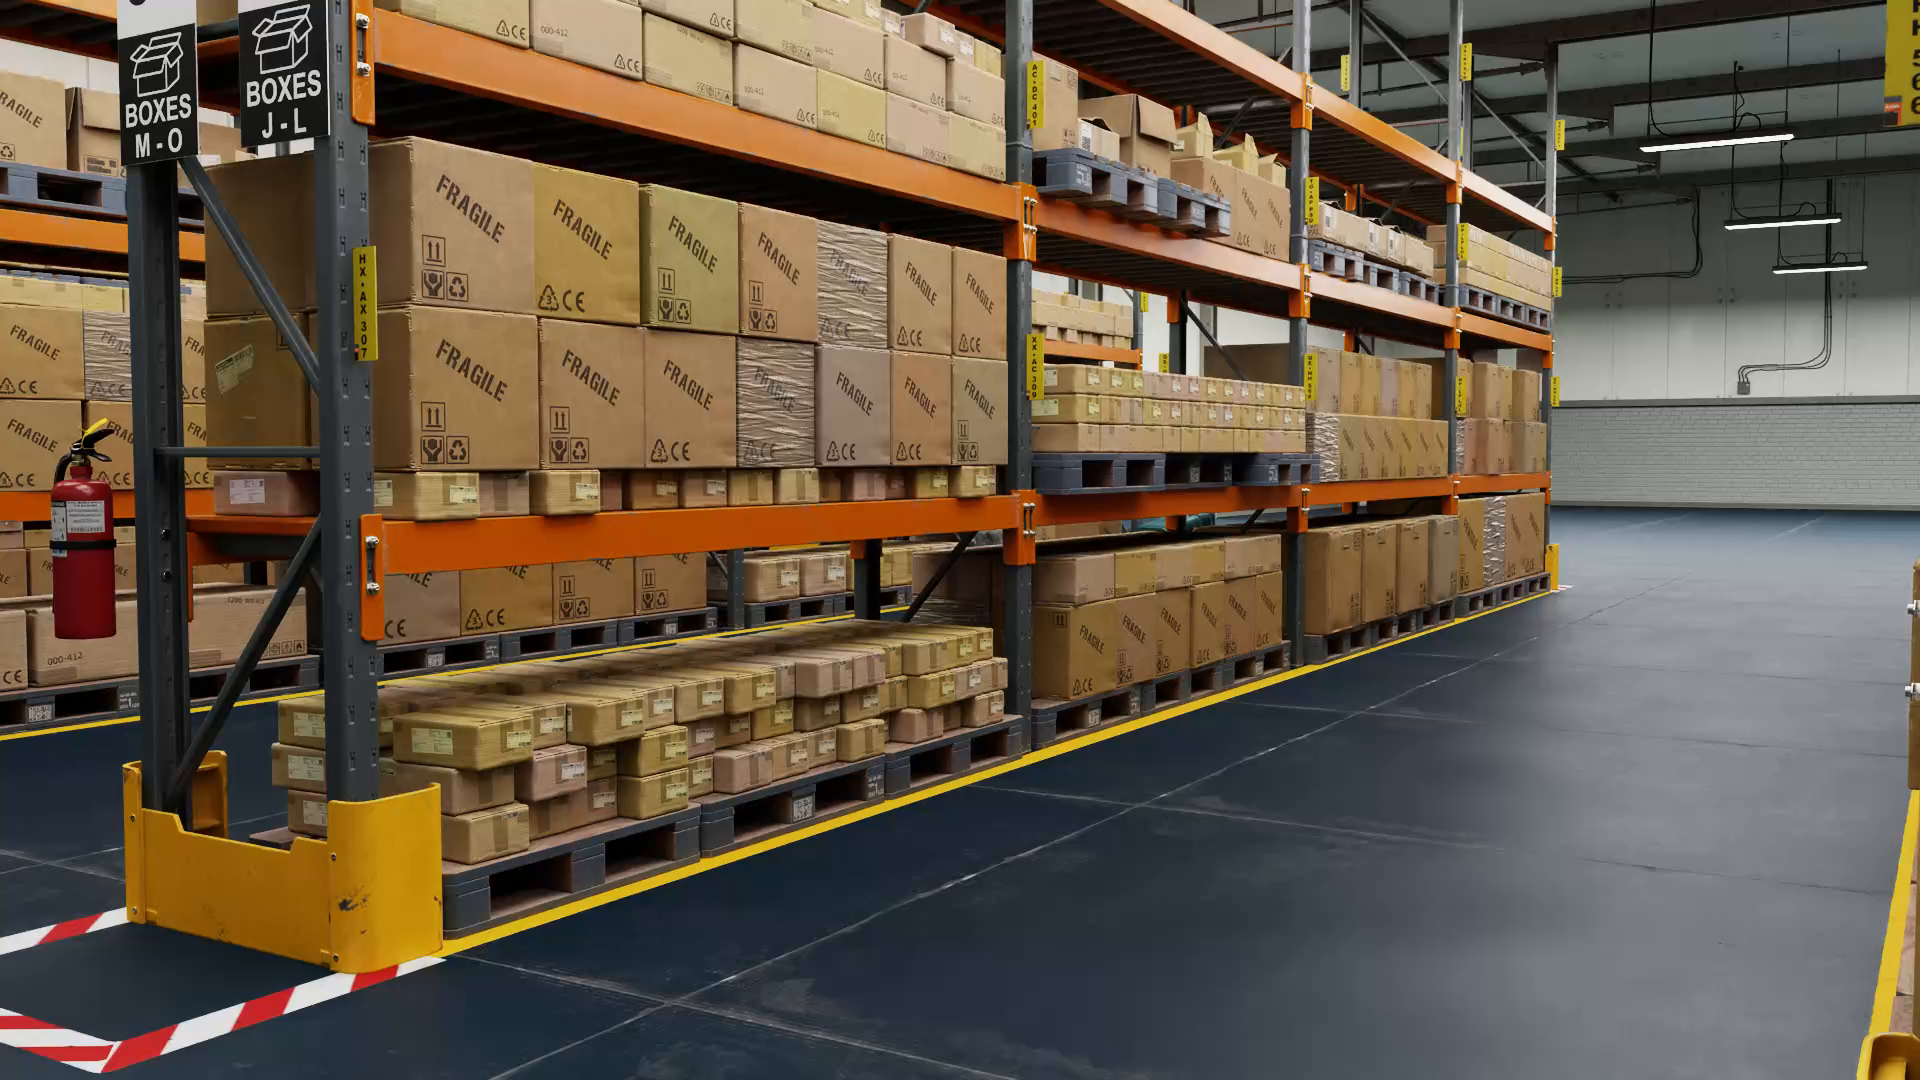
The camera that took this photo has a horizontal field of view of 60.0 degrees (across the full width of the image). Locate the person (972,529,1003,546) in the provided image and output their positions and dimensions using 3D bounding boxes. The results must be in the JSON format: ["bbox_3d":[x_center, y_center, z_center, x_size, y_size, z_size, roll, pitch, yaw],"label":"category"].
[{"bbox_3d":[0.314,-0.098,14.972,0.538,1.663,0.378,2,3,30],"label":"person"}]
